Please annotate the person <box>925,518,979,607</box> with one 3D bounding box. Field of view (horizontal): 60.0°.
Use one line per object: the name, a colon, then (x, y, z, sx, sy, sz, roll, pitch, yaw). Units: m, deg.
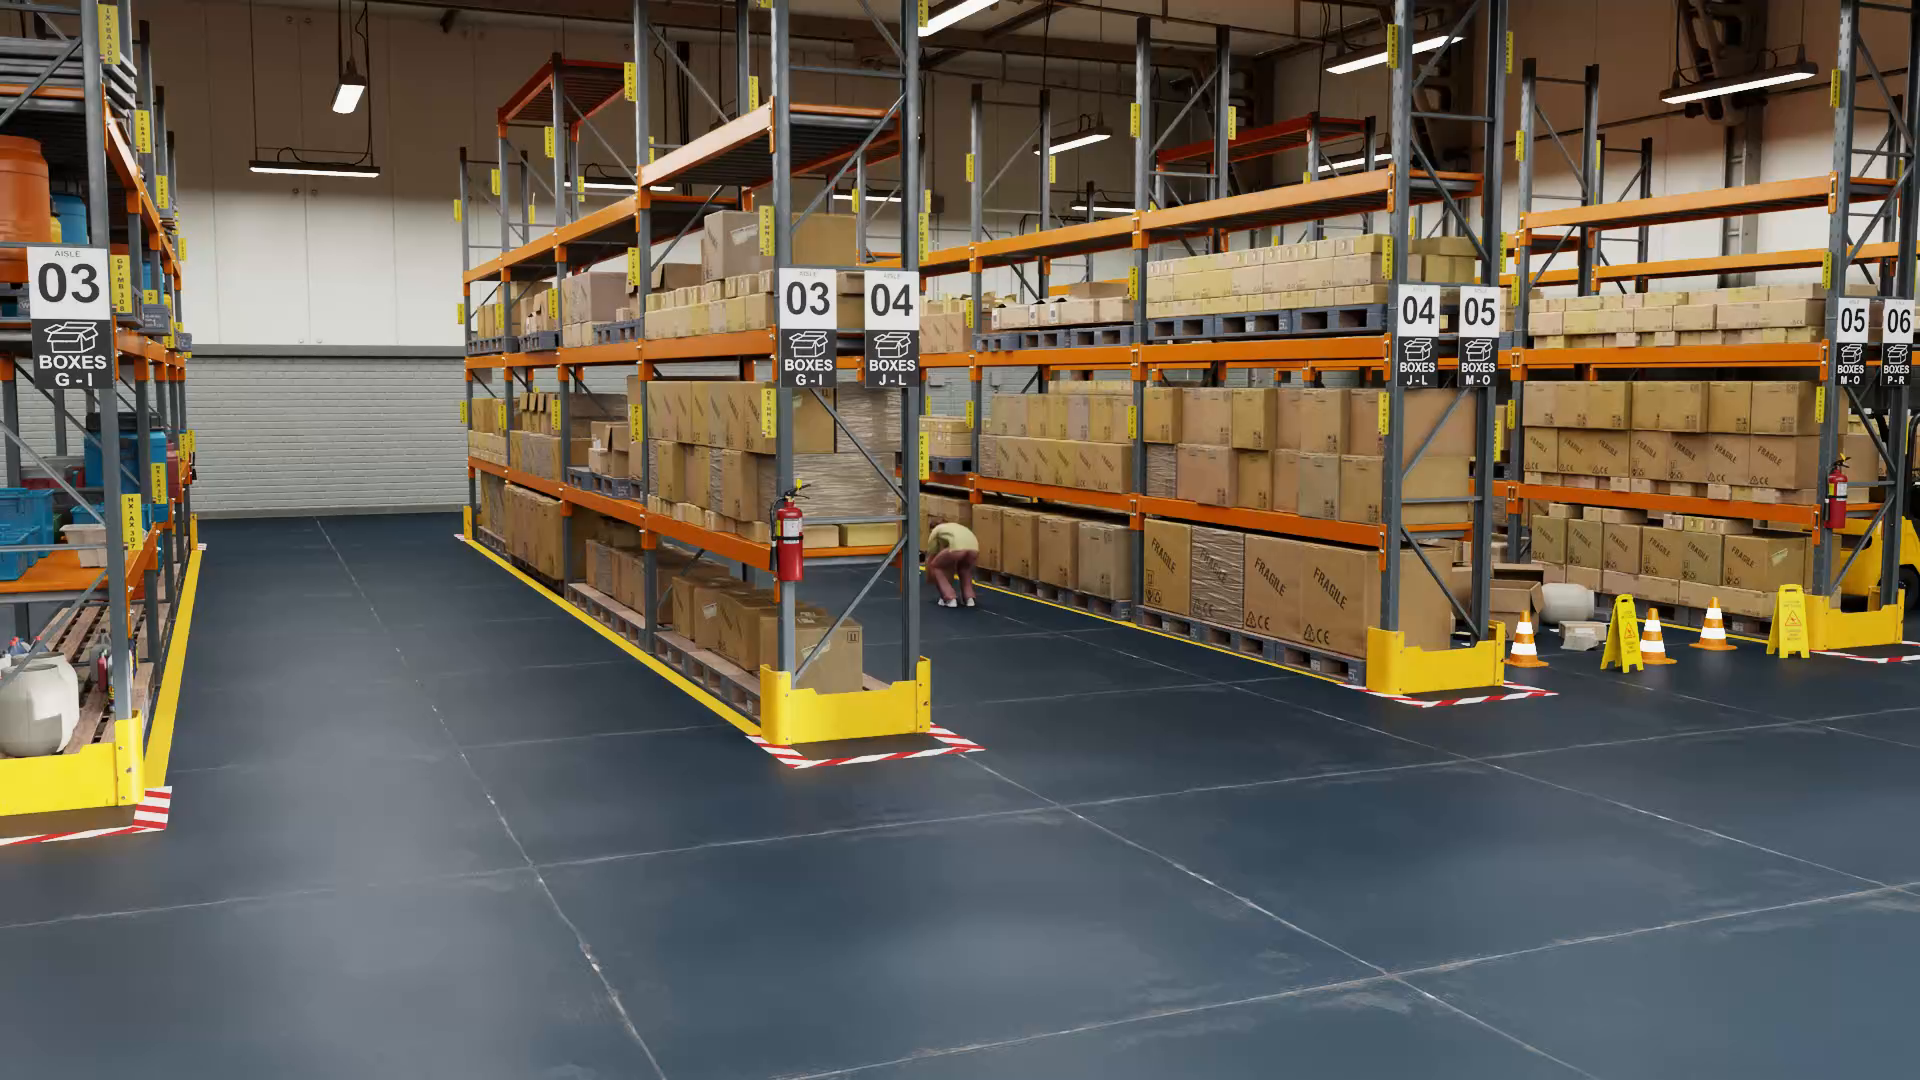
person: (-0.099, 0.238, 18.316, 0.476, 0.945, 0.860, -3, 6, -26)
